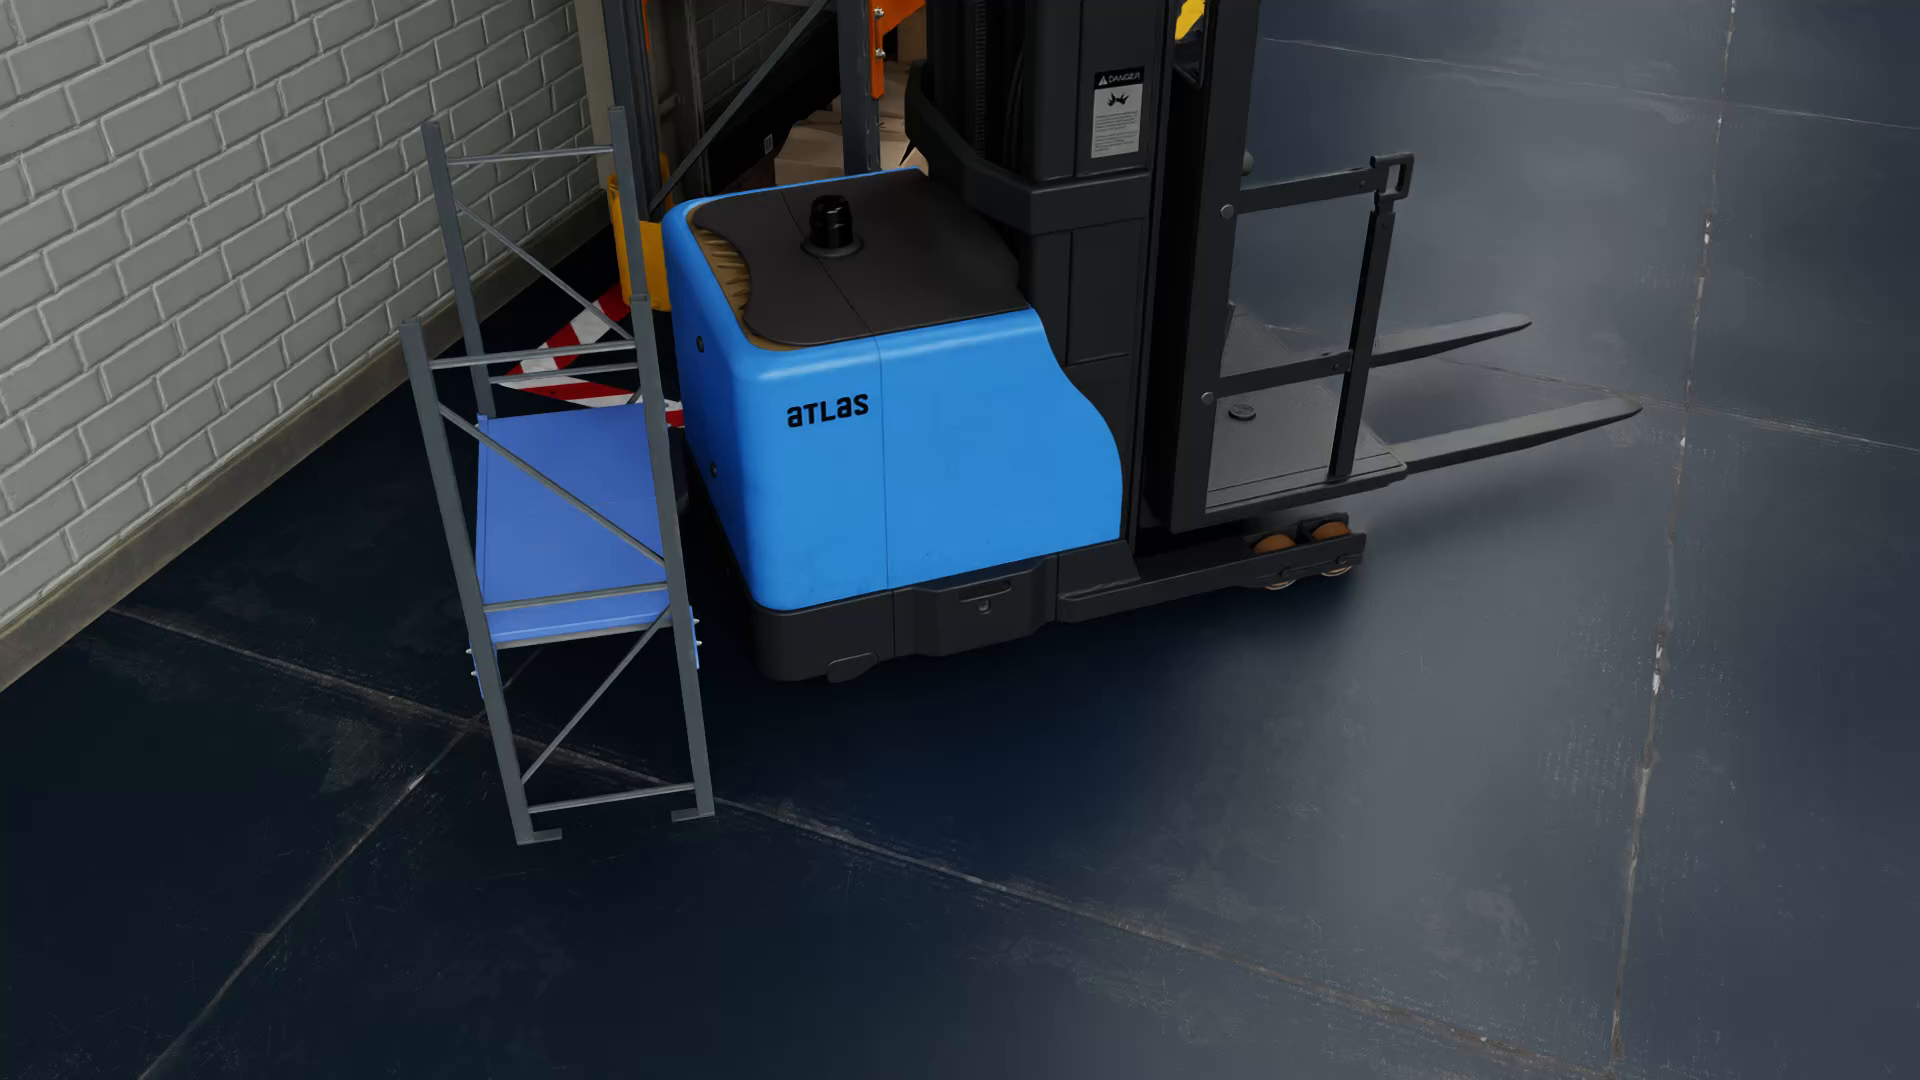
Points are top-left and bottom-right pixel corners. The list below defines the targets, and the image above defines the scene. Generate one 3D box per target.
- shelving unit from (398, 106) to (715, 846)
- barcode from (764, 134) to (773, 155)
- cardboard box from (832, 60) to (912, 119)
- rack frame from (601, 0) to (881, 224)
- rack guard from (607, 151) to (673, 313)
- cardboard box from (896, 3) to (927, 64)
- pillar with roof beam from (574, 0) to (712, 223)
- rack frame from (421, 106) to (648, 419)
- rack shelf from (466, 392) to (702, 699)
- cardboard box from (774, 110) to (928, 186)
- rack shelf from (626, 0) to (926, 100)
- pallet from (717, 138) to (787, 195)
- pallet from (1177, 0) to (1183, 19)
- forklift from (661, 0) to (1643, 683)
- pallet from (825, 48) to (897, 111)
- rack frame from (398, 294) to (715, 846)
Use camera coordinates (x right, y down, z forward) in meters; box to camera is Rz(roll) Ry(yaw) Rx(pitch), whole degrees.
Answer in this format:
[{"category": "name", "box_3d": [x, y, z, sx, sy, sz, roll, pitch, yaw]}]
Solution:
[{"category": "shelving unit", "box_3d": [-0.987, -0.164, 4.217, 0.538, 1.500, 1.048, -7, 37, -10]}, {"category": "barcode", "box_3d": [-0.779, -1.612, 6.771, 0.001, 0.075, 0.075, 14, 39, 18]}, {"category": "cardboard box", "box_3d": [-0.199, -1.822, 7.061, 0.500, 0.311, 0.500, 17, 40, 21]}, {"category": "rack frame", "box_3d": [-0.763, -2.045, 5.480, 1.000, 3.000, 0.127, 14, 39, 18]}, {"category": "rack guard", "box_3d": [-0.734, -1.086, 6.285, 1.175, 0.500, 0.348, 14, 39, 18]}, {"category": "cardboard box", "box_3d": [0.126, -2.293, 7.533, 0.700, 0.500, 0.500, 11, 38, 15]}, {"category": "pillar with roof beam", "box_3d": [2.685, -4.052, 3.155, 9.100, 9.000, 0.400, 14, 39, 18]}, {"category": "rack frame", "box_3d": [-1.093, -0.462, 4.615, 0.500, 1.500, 0.032, -7, 37, -10]}, {"category": "rack shelf", "box_3d": [-0.987, -0.020, 4.325, 0.538, 0.185, 1.000, -7, 37, -10]}, {"category": "cardboard box", "box_3d": [-0.416, -1.507, 6.639, 0.500, 0.311, 0.500, 10, 38, 13]}, {"category": "rack shelf", "box_3d": [-0.002, -2.864, 7.177, 1.077, 0.370, 4.000, 14, 39, 18]}, {"category": "pallet", "box_3d": [-0.392, -1.412, 6.963, 1.003, 0.211, 1.213, 14, 39, 18]}, {"category": "pallet", "box_3d": [0.536, -2.763, 8.770, 1.003, 0.211, 1.213, 14, 39, 18]}, {"category": "forklift", "box_3d": [0.707, -1.309, 4.553, 3.031, 2.935, 1.130, -12, 38, -16]}, {"category": "pallet", "box_3d": [0.074, -2.085, 7.863, 1.003, 0.211, 1.213, 14, 39, 18]}, {"category": "rack frame", "box_3d": [-0.880, 0.133, 3.819, 0.500, 1.500, 0.032, -7, 37, -10]}]
